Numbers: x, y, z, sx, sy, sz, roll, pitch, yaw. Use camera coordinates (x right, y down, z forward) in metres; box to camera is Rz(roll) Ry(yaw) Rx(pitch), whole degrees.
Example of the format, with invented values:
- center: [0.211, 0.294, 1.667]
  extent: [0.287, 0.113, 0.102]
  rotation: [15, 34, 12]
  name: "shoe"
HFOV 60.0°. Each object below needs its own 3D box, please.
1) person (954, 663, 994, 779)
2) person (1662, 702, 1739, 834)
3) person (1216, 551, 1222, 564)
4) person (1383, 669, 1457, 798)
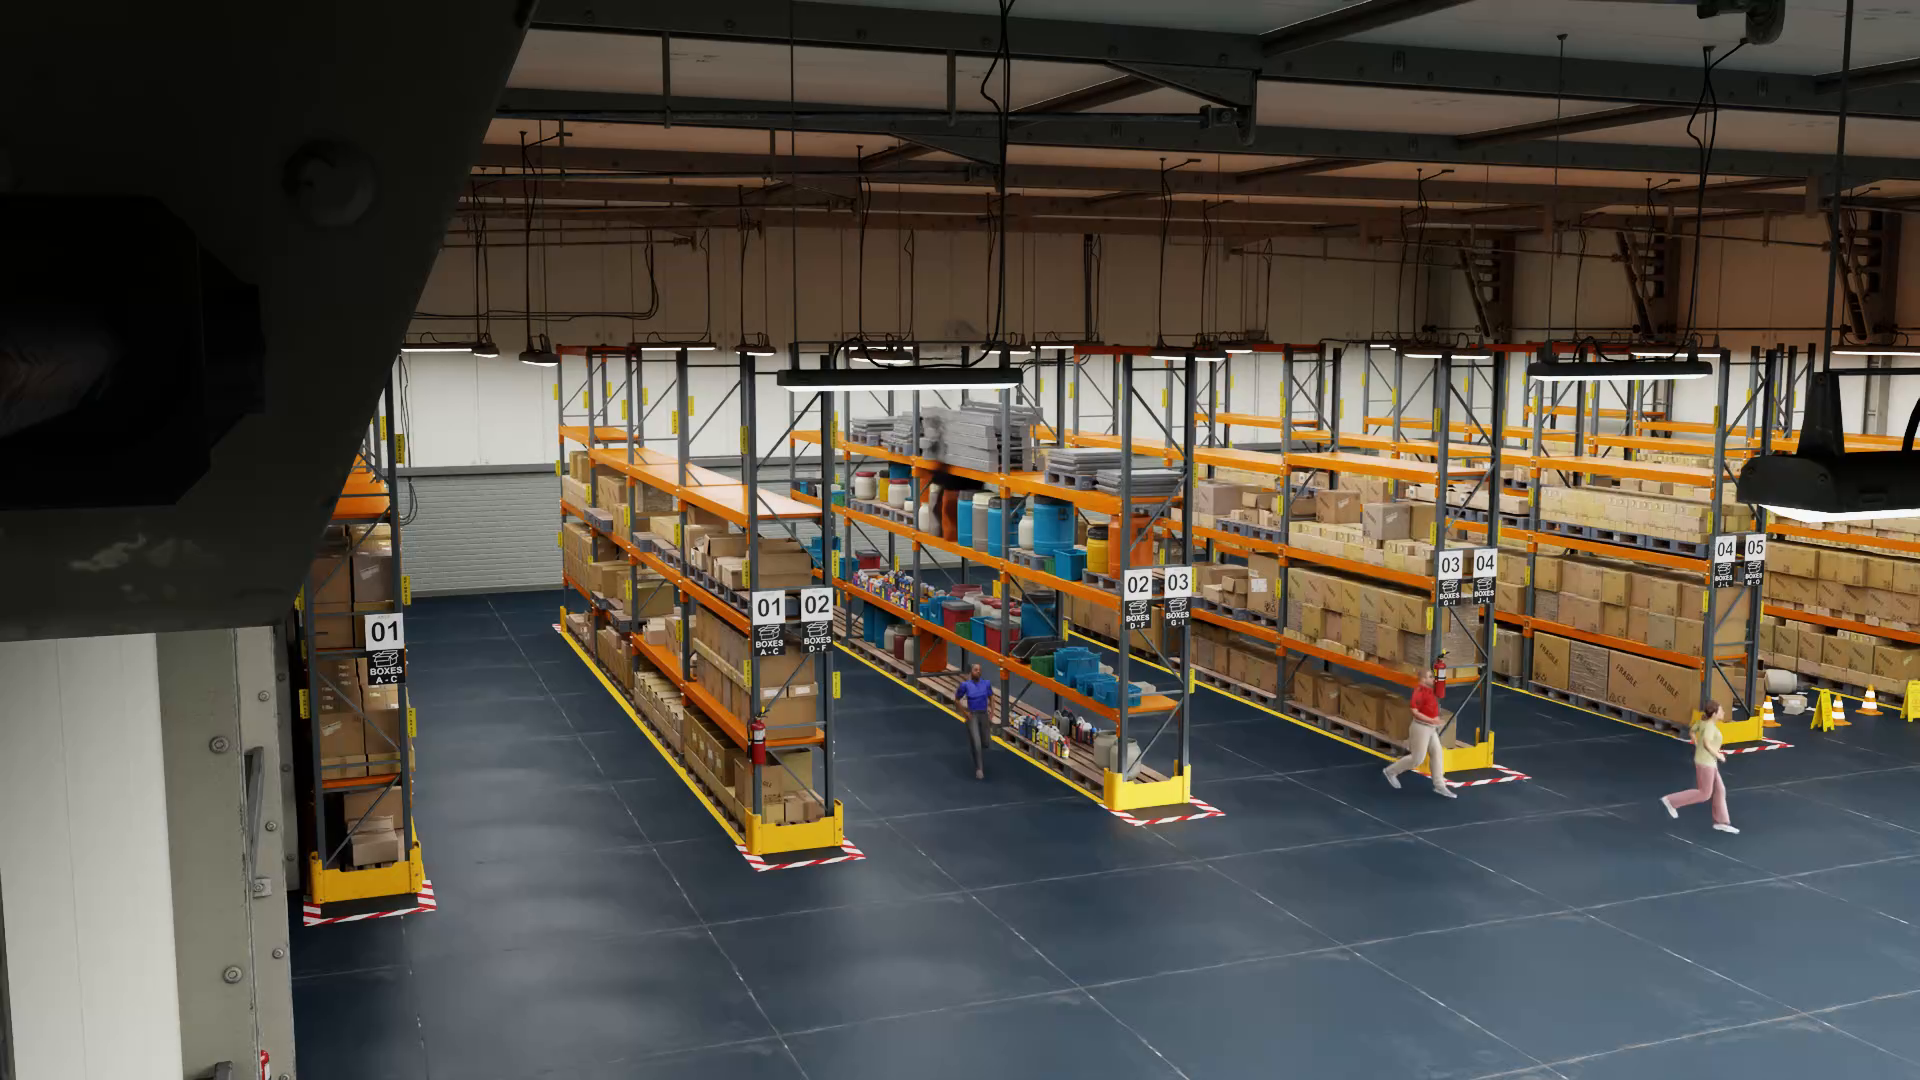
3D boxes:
- center: [0.215, 2.545, 23.754]
  extent: [0.589, 1.616, 0.709]
  rotation: [-3, 8, -21]
  name: "person"
- center: [9.405, 2.854, 21.058]
  extent: [0.915, 1.660, 0.602]
  rotation: [2, 8, 15]
  name: "person"
- center: [6.459, 0.205, 41.667]
  extent: [0.683, 1.735, 0.707]
  rotation: [5, 9, 32]
  name: "person"
- center: [6.303, 2.612, 22.635]
  extent: [0.994, 1.729, 0.696]
  rotation: [4, 8, 31]
  name: "person"
